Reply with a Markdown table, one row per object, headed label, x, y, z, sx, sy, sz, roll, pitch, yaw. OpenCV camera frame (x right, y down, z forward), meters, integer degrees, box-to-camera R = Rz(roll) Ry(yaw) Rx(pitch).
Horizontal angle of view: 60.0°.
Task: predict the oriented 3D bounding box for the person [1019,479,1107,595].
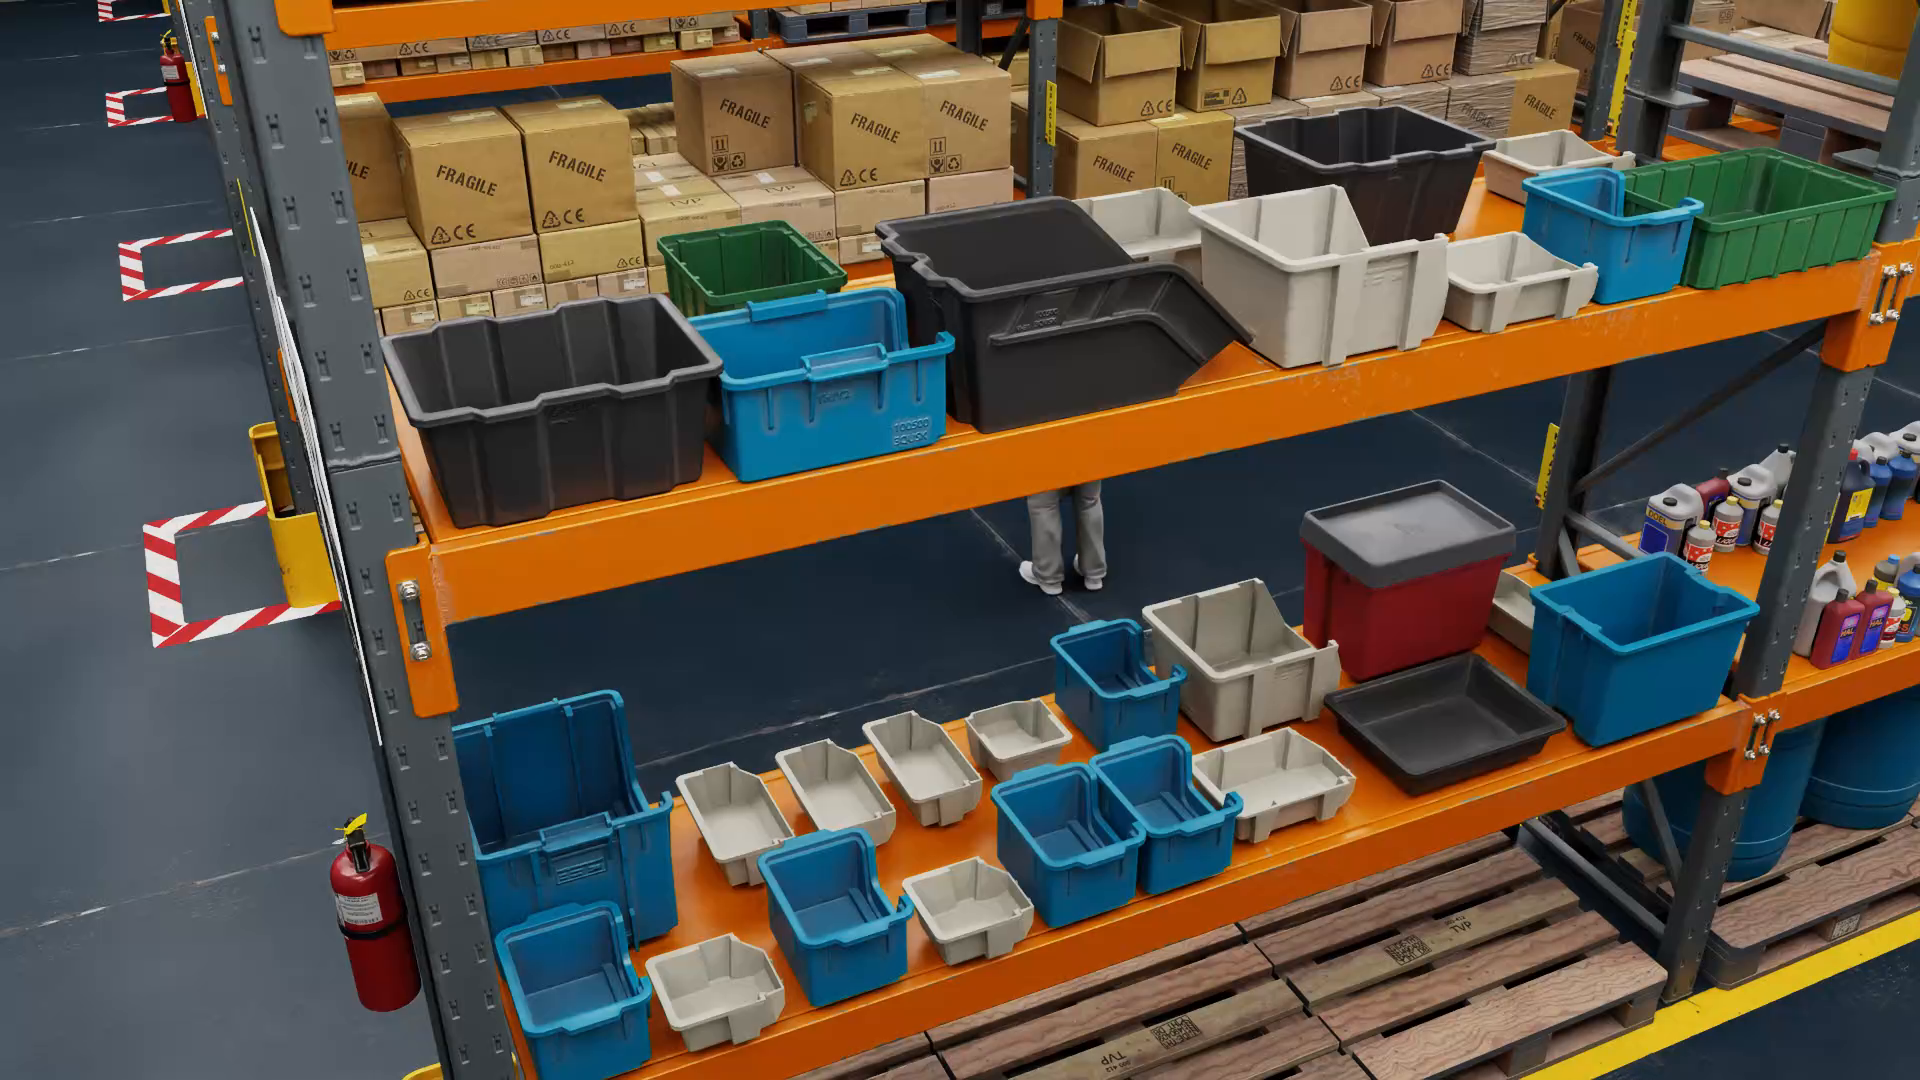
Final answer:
| label | x | y | z | sx | sy | sz | roll | pitch | yaw |
| --- | --- | --- | --- | --- | --- | --- | --- | --- | --- |
| person | 0.505 | -0.506 | 8.019 | 0.473 | 1.676 | 0.415 | -14 | 32 | -23 |
